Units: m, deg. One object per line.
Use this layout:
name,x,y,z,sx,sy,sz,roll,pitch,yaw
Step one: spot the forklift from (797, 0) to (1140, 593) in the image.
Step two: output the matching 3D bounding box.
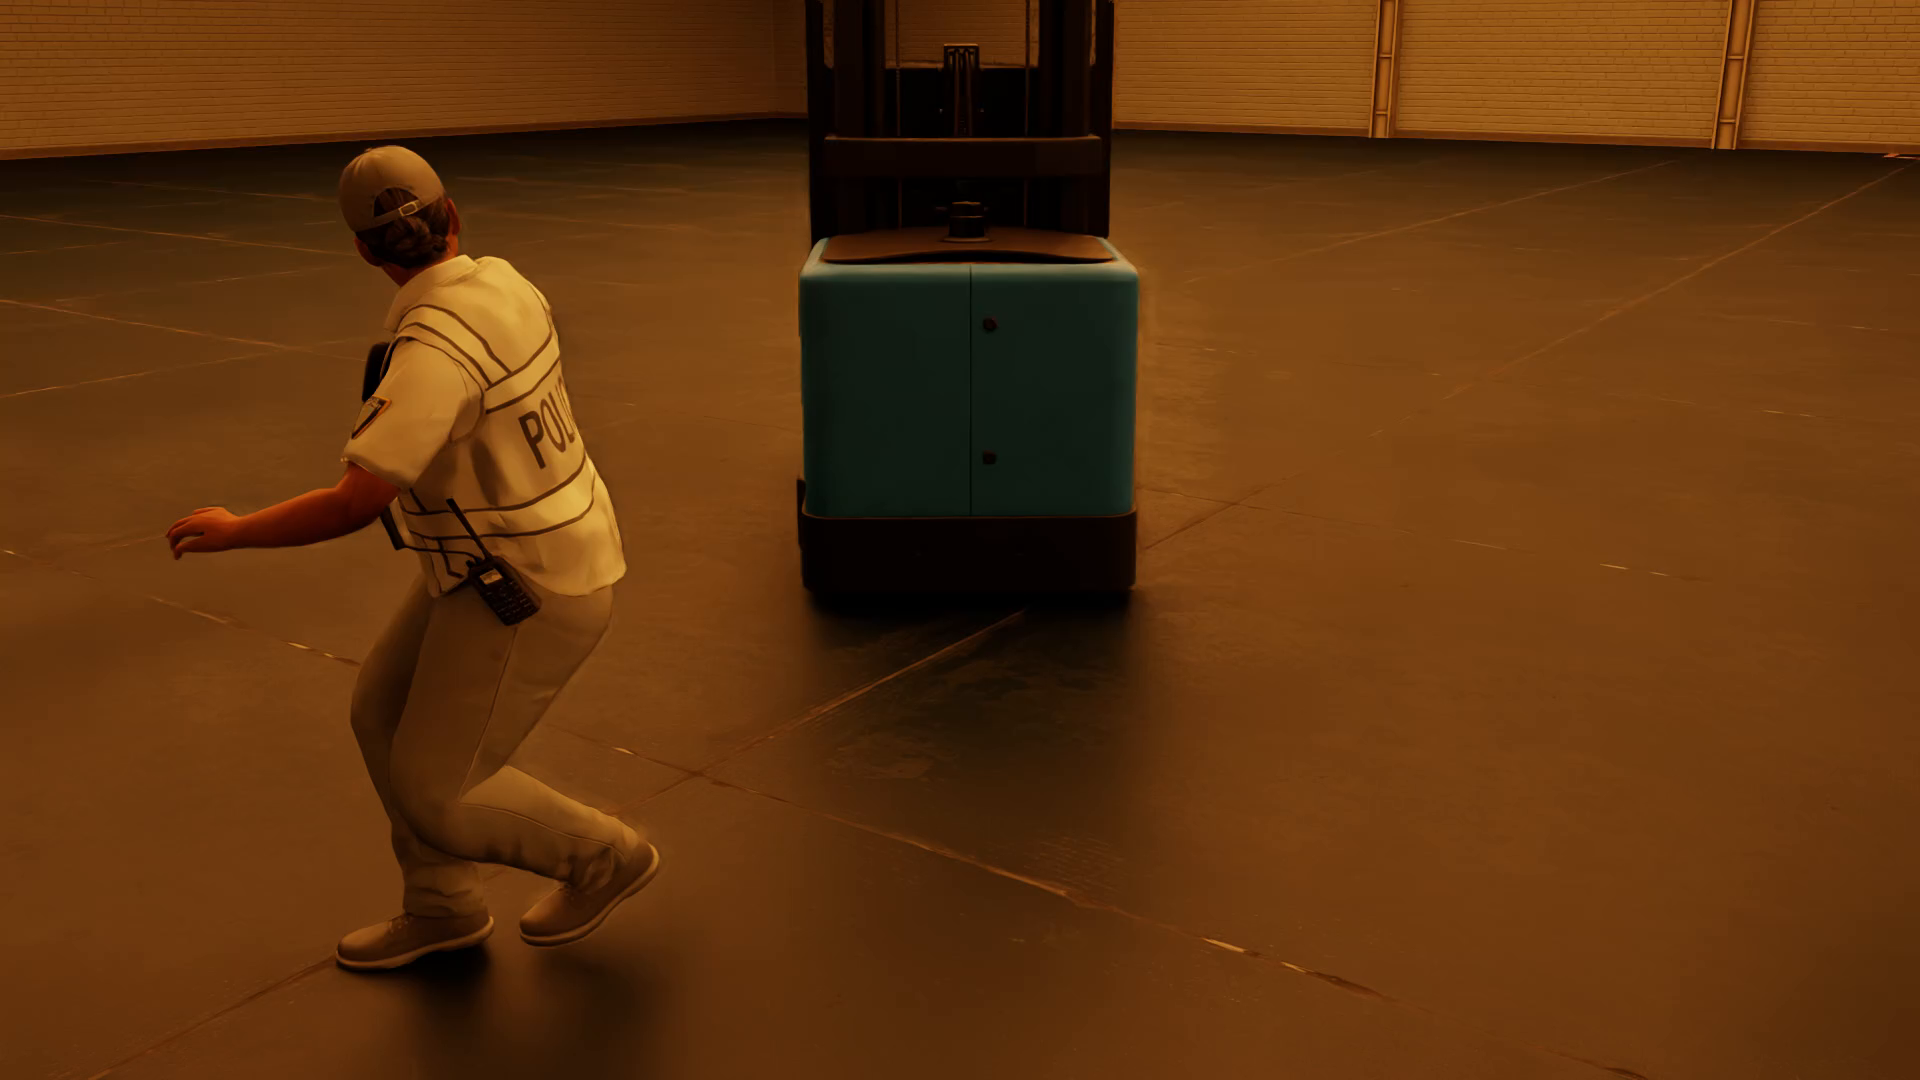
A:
forklift,-0.008,-1.608,6.209,1.130,2.935,3.031,0,17,-1

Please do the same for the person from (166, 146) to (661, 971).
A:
person,-0.996,0.052,3.101,0.795,1.541,0.810,-4,17,-12
